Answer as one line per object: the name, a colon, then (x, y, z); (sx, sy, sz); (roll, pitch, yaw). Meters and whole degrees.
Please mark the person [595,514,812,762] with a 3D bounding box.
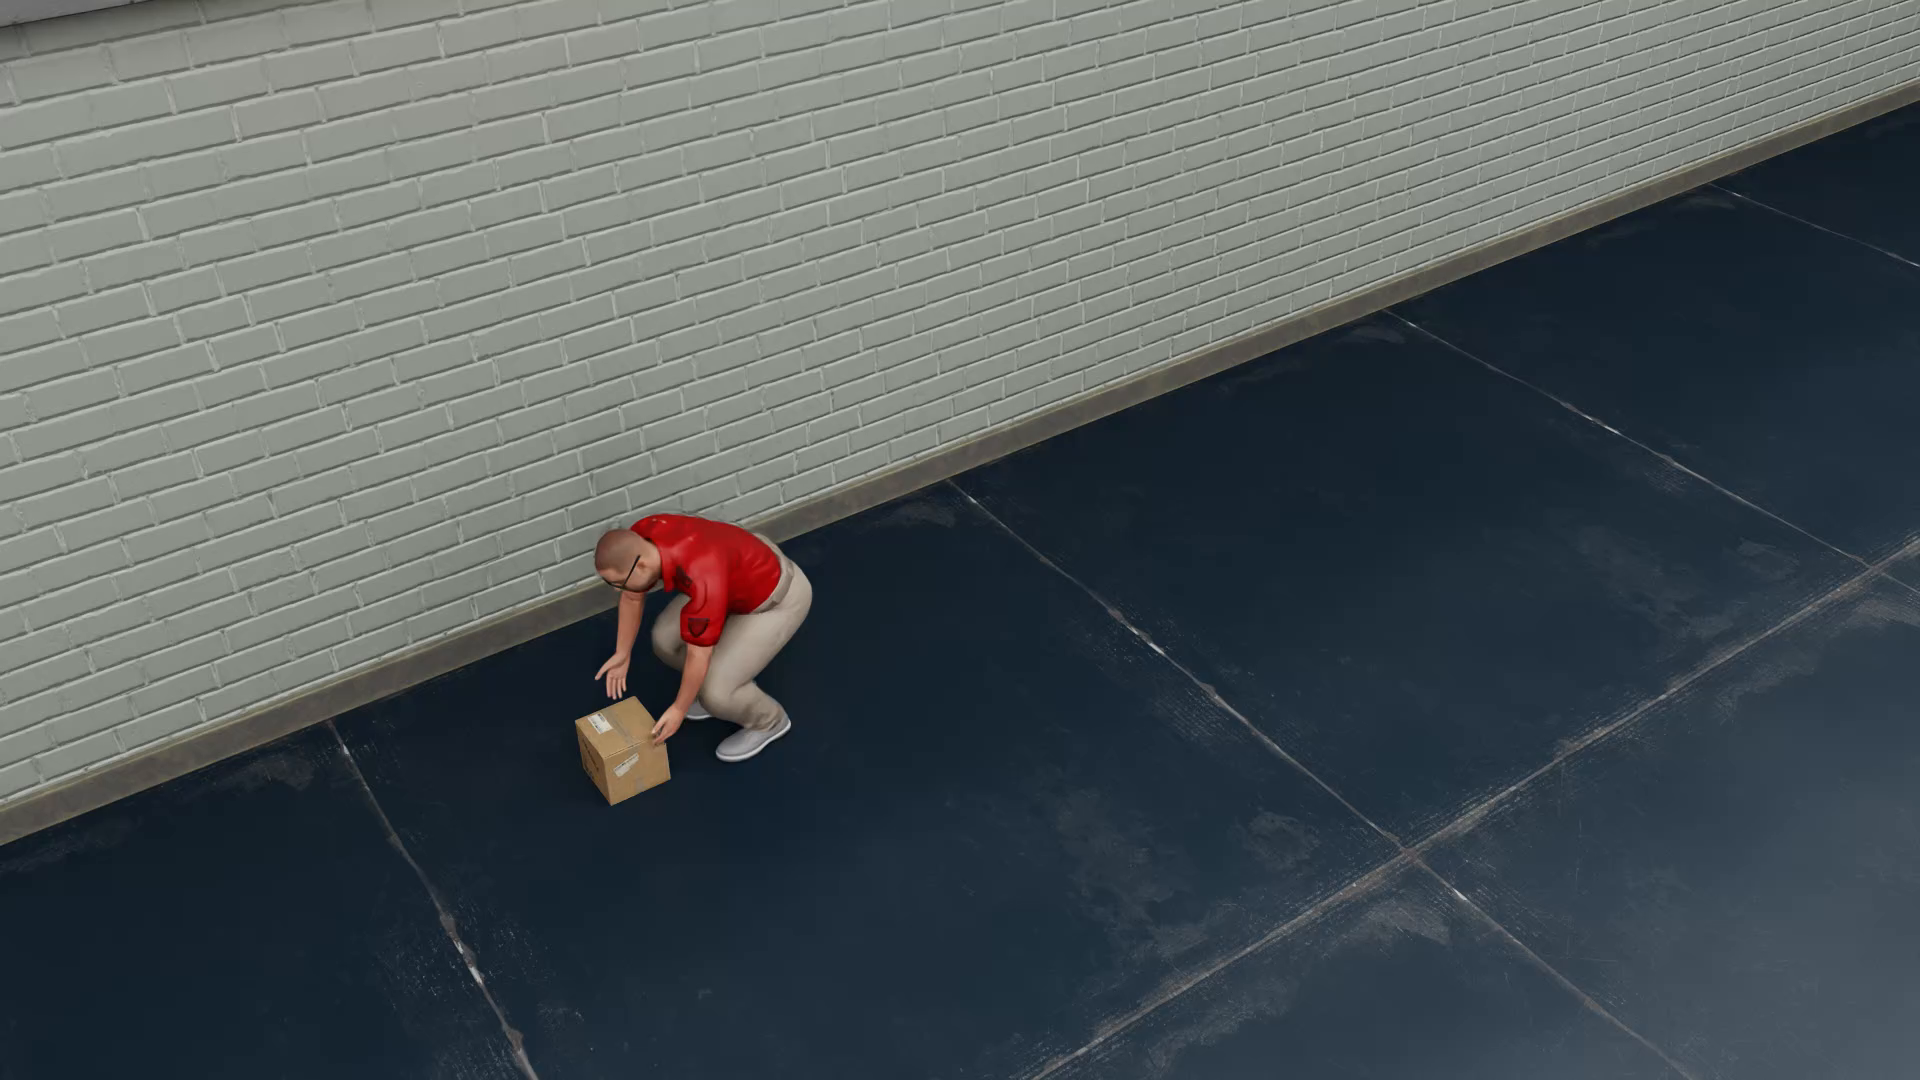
person: (-0.937, 0.317, 6.229); (0.823, 1.142, 0.577); (-23, 42, -28)
